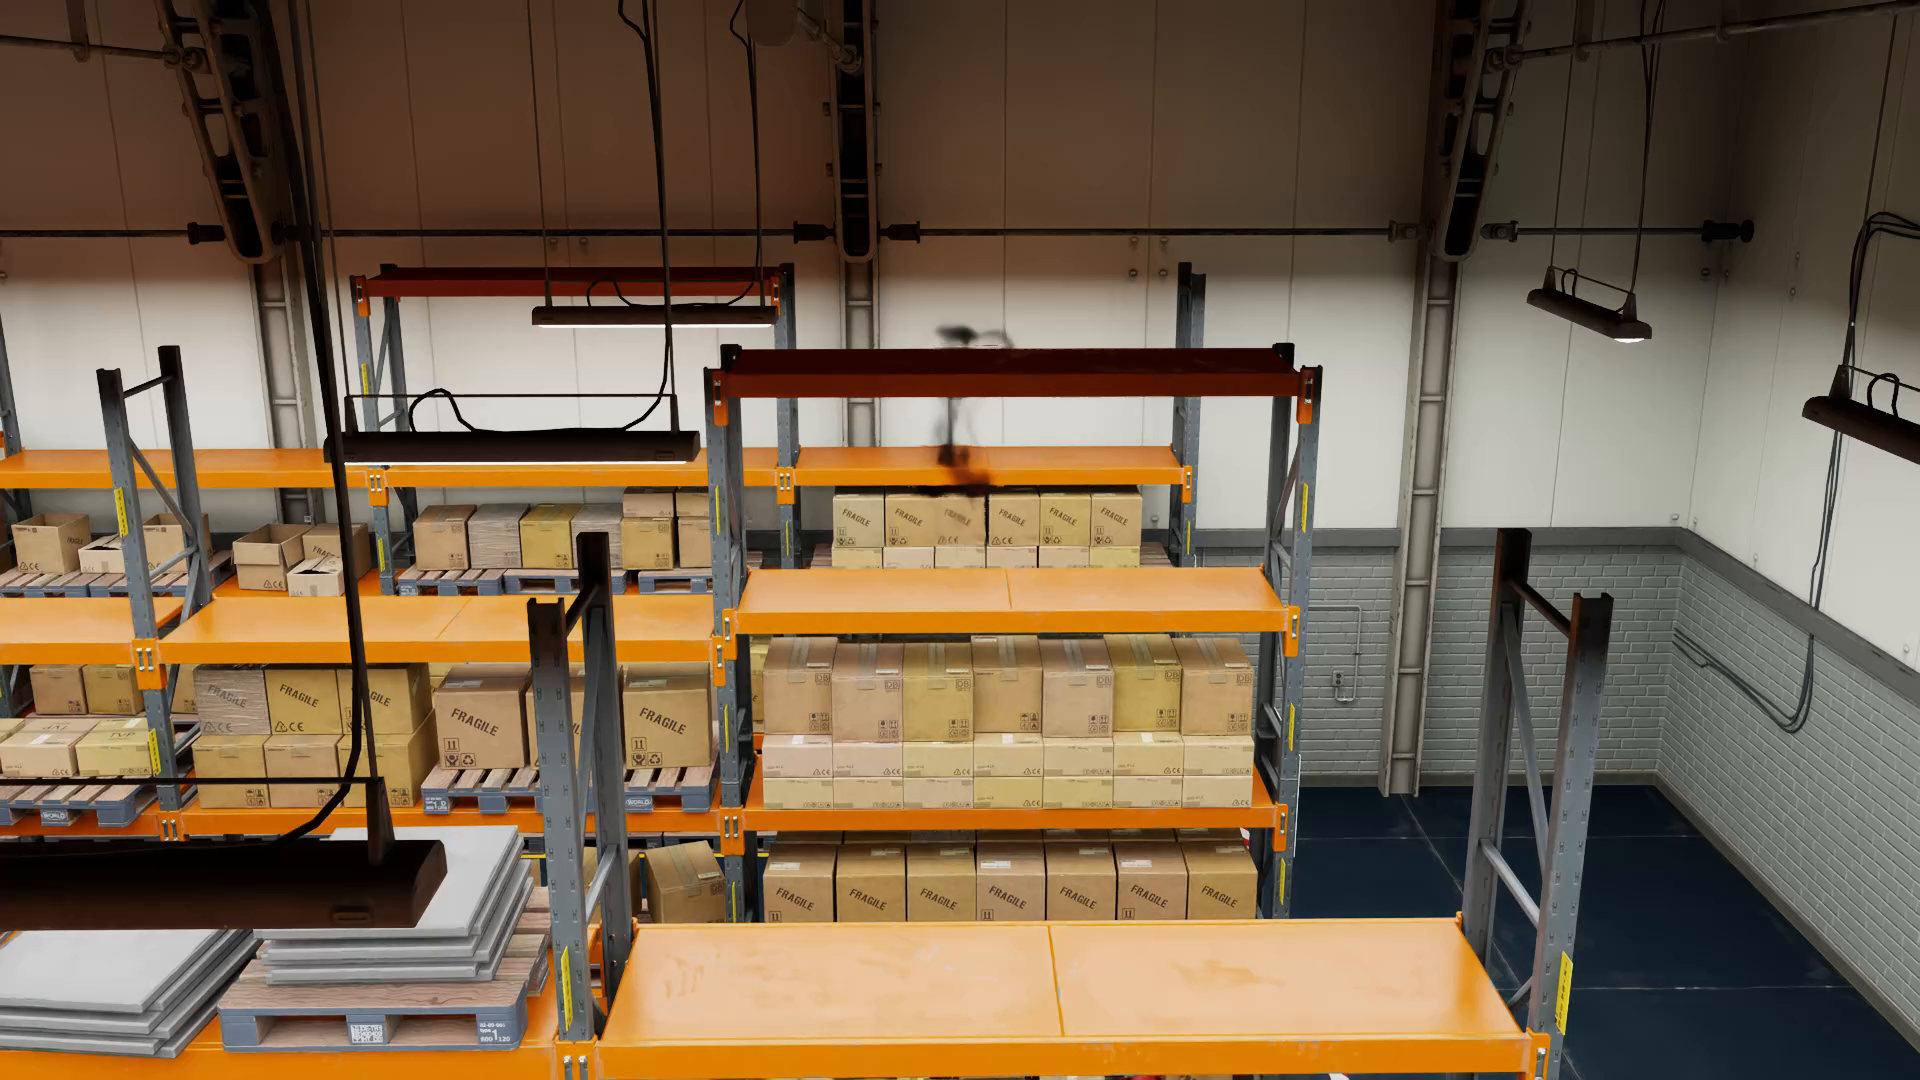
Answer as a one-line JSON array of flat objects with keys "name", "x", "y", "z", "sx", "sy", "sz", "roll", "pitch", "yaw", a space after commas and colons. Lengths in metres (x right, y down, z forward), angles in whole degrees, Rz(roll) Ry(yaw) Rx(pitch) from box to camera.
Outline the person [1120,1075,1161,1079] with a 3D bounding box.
[{"name": "person", "x": 1.140, "y": 4.170, "z": 11.241, "sx": 0.655, "sy": 1.711, "sz": 0.665, "roll": -3, "pitch": 16, "yaw": -10}]
